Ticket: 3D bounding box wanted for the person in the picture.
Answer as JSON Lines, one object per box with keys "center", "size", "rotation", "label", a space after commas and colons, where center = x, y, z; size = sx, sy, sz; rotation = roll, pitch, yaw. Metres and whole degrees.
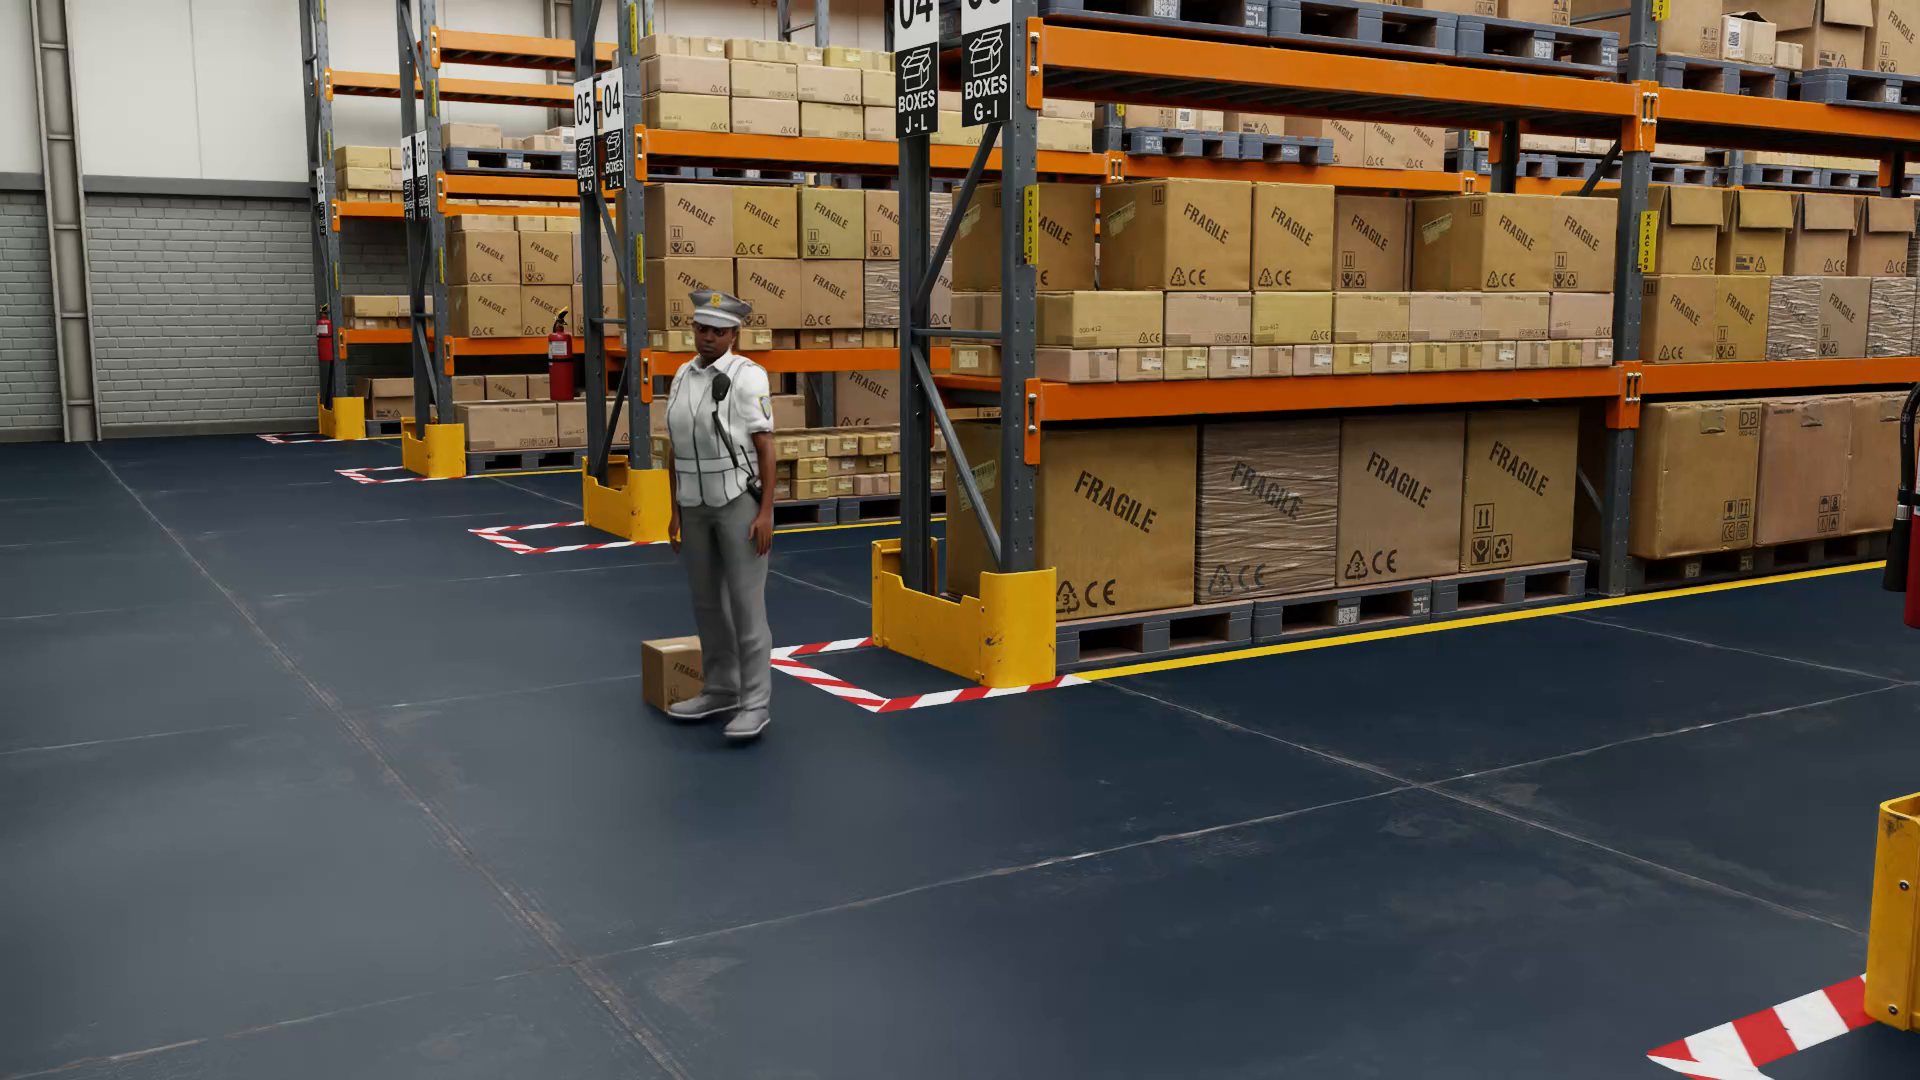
{"center": [-0.926, -0.107, 6.356], "size": [0.537, 1.677, 0.429], "rotation": [5, 10, 31], "label": "person"}
